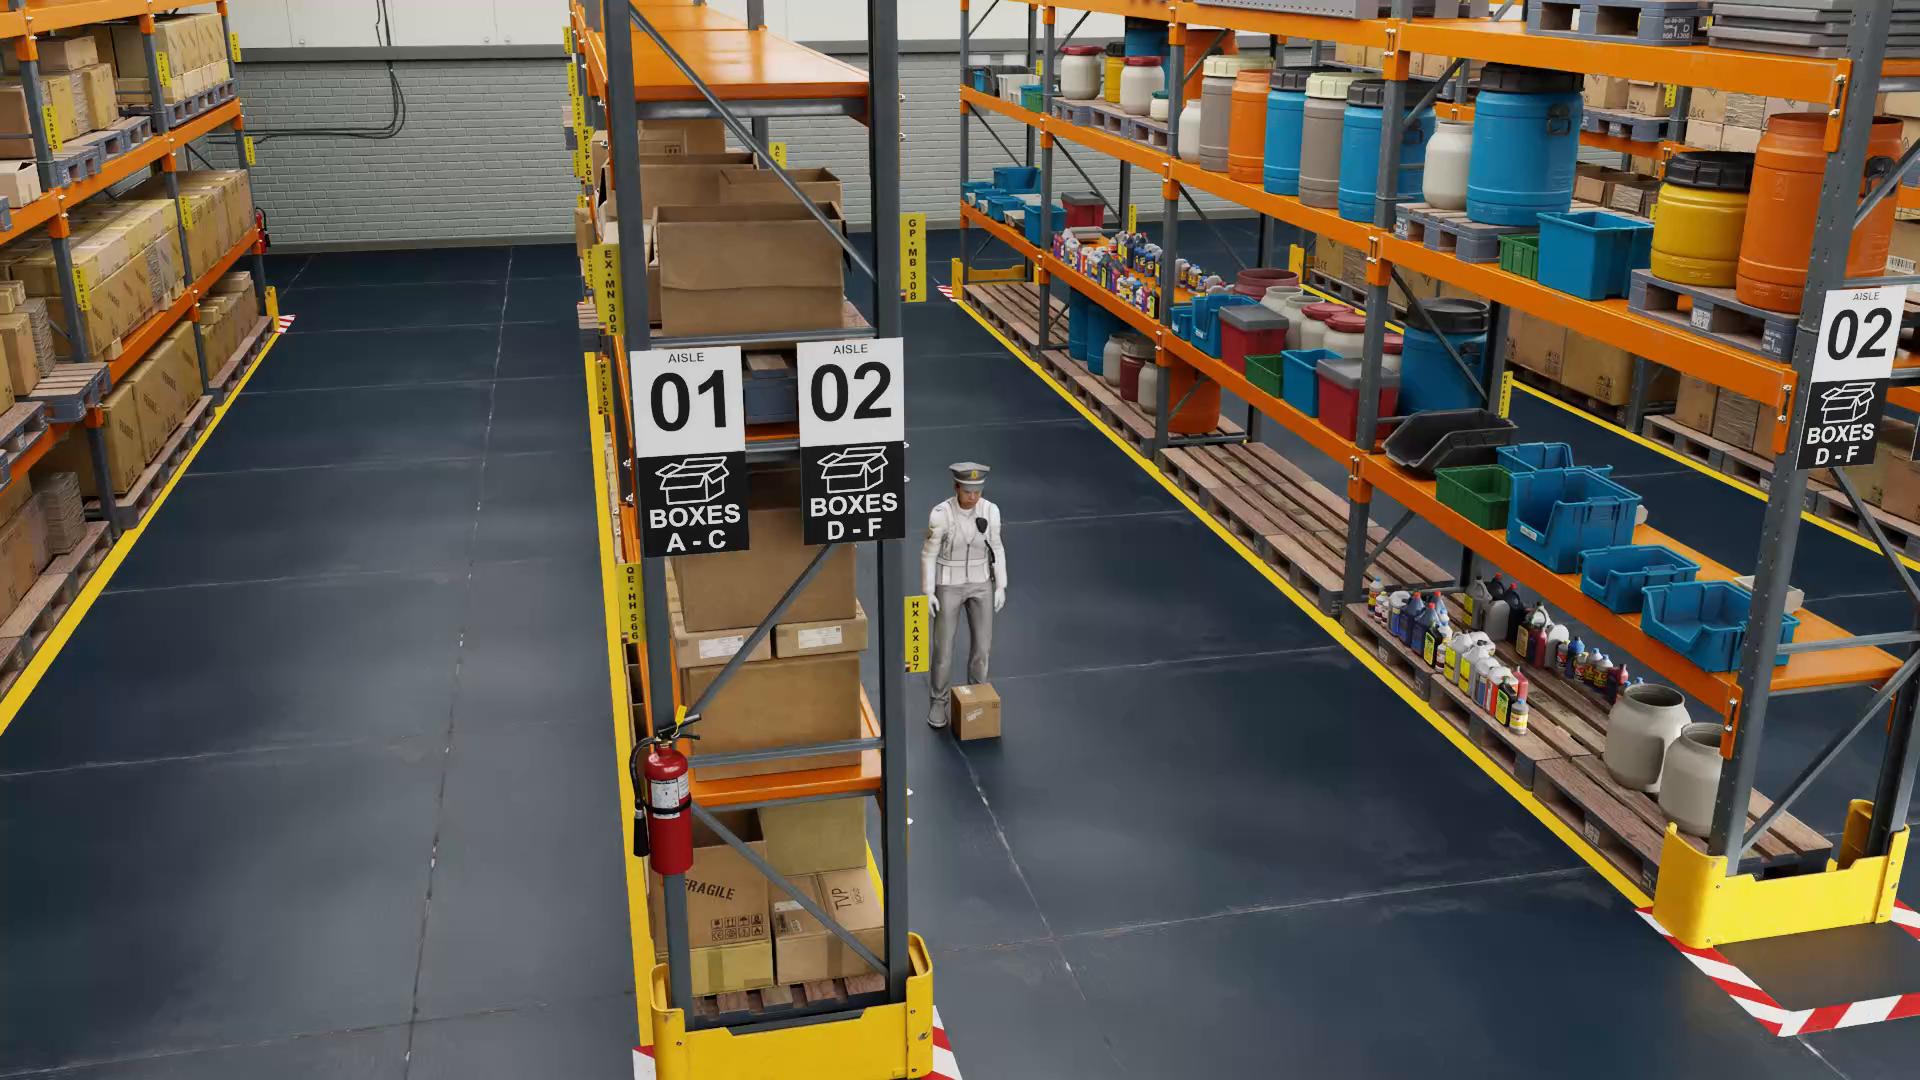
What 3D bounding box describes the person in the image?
[{"bbox_3d":[0.031,0.317,10.183,0.530,1.663,0.404,-4,20,-12],"label":"person"}]
